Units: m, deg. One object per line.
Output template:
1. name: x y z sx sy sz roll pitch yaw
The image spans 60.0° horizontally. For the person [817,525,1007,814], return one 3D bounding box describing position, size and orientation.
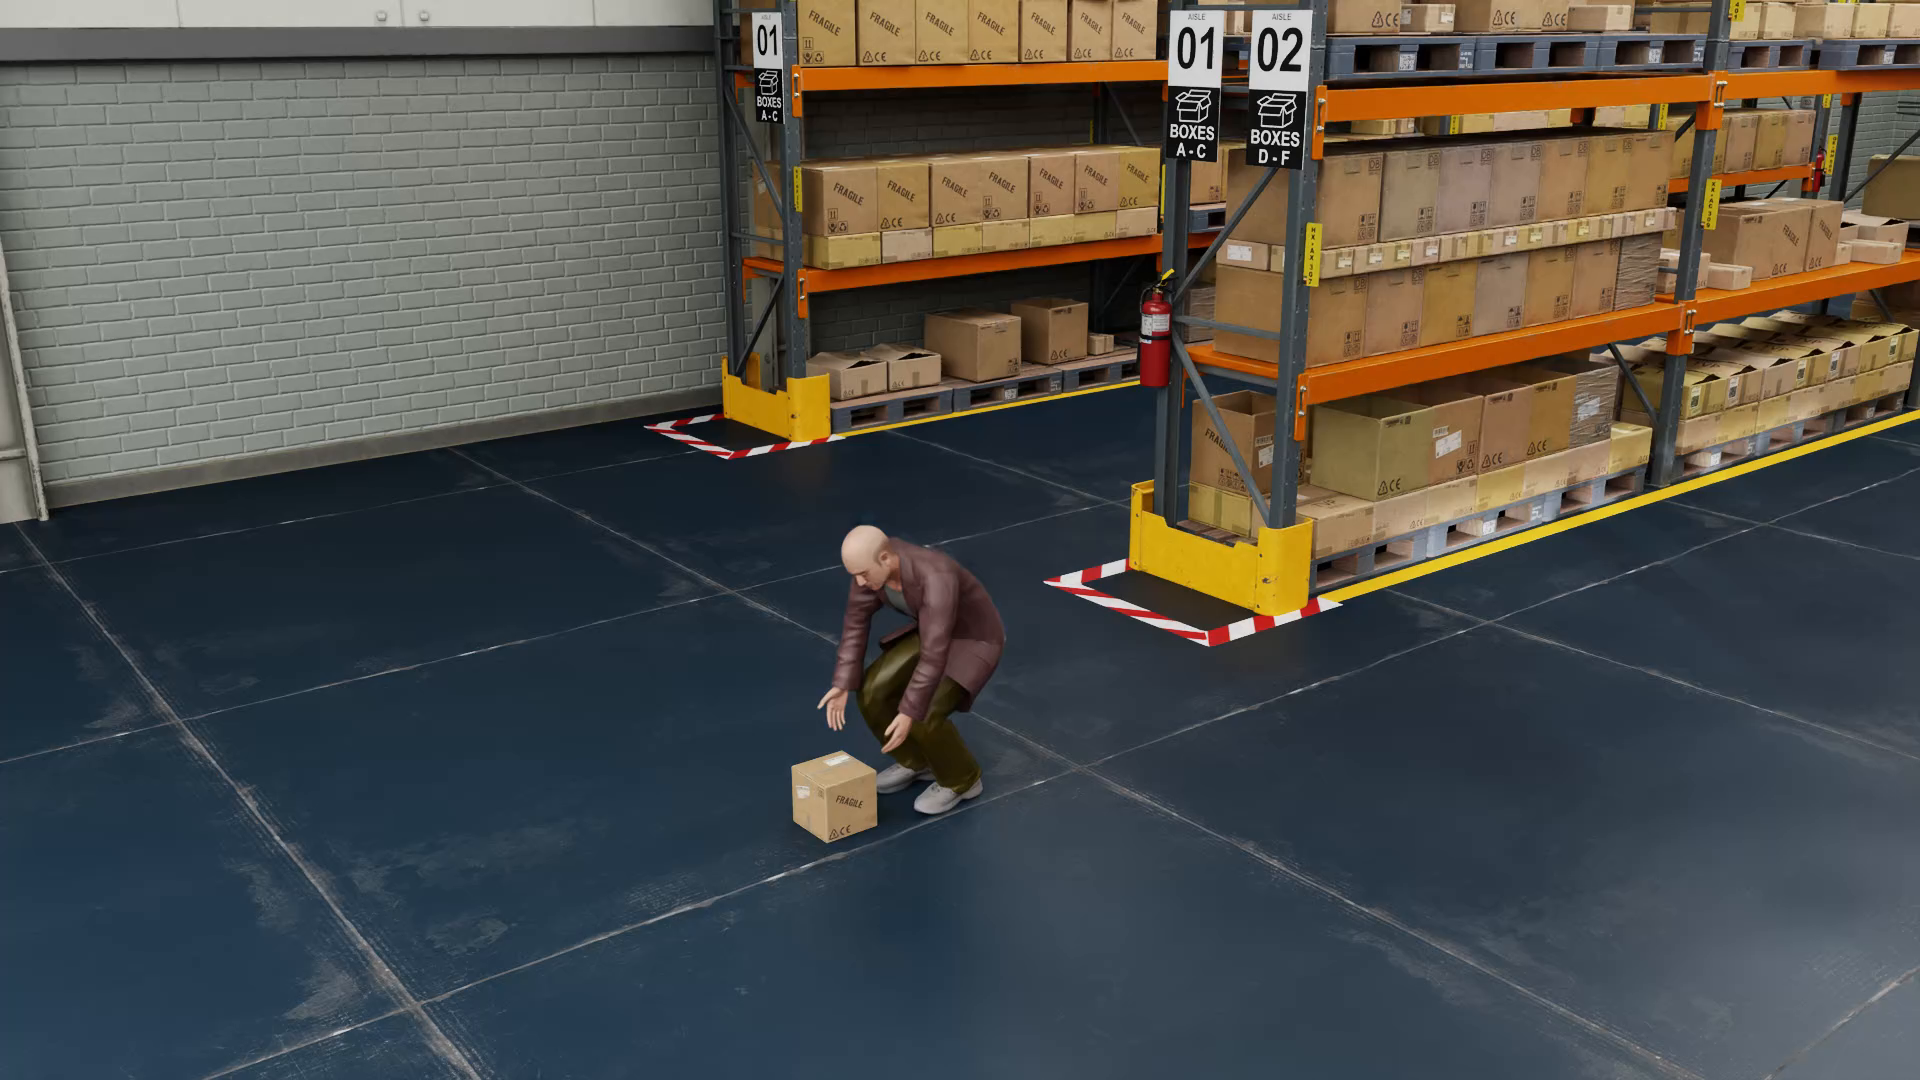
1. person: -0.152 0.491 6.861 0.793 1.270 0.630 -13 22 -36
